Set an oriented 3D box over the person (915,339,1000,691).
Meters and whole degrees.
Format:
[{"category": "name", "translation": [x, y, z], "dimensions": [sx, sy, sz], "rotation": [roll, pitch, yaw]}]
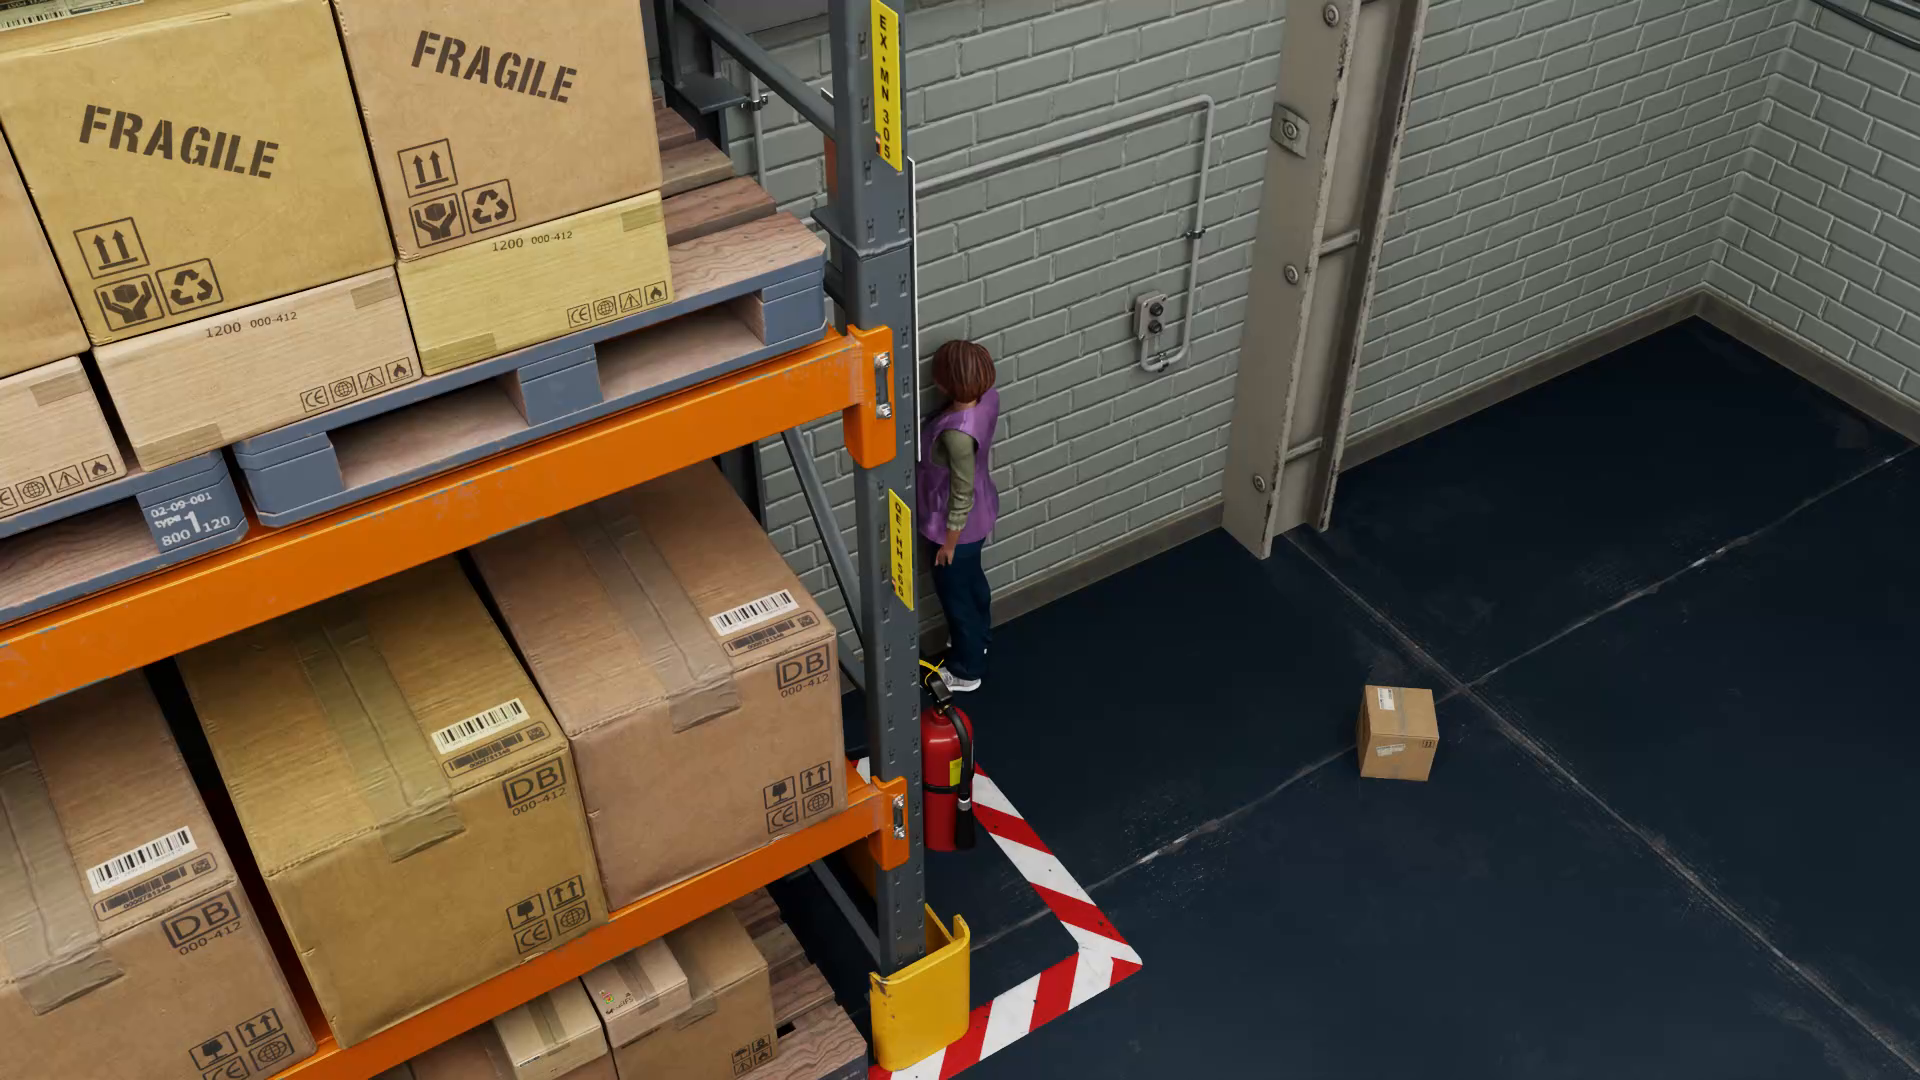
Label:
[{"category": "person", "translation": [-0.016, -0.081, 6.253], "dimensions": [0.319, 1.604, 0.410], "rotation": [10, 42, 11]}]
